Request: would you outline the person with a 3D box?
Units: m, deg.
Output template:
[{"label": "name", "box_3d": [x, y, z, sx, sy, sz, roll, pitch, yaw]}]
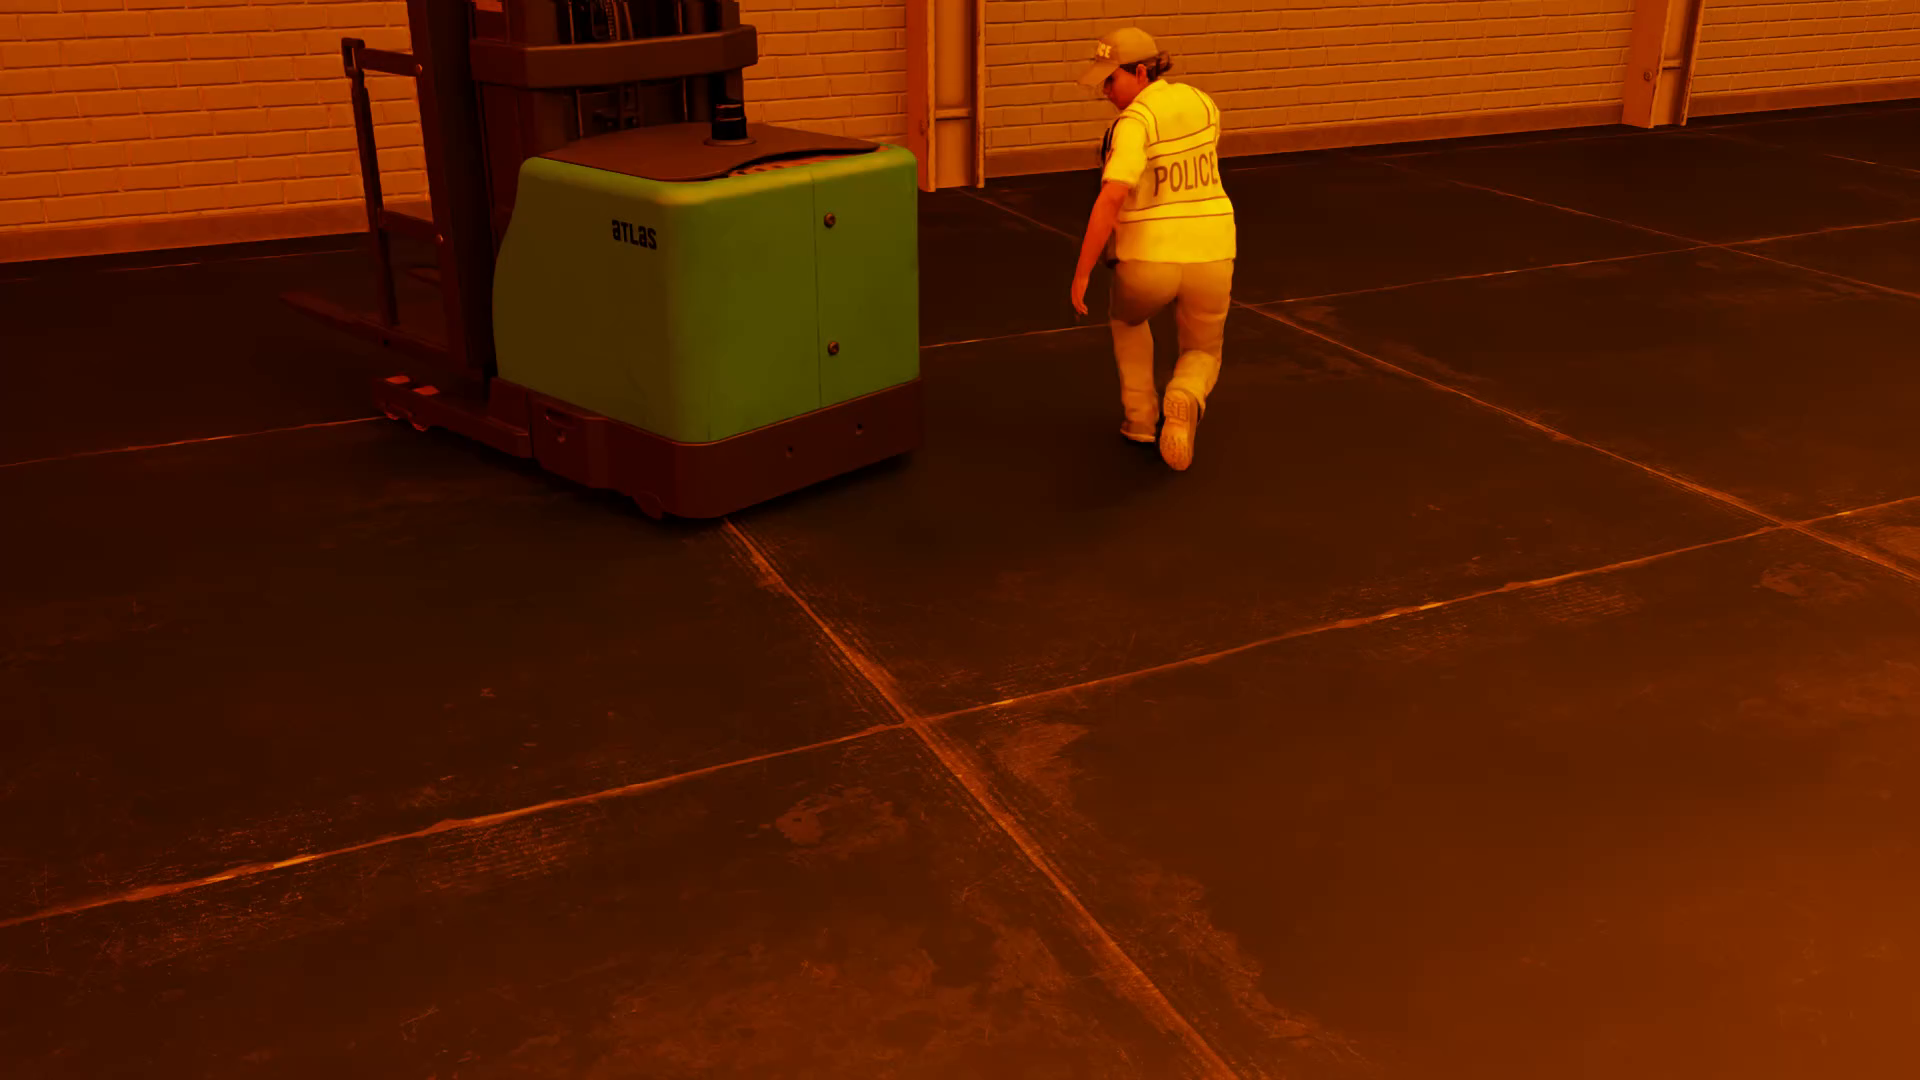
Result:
[{"label": "person", "box_3d": [0.638, -0.975, 5.638, 0.598, 1.445, 0.778, -4, 23, -10]}]

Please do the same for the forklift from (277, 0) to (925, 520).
[{"label": "forklift", "box_3d": [-1.543, -1.877, 5.804, 3.031, 2.935, 1.130, 20, 30, 39]}]
